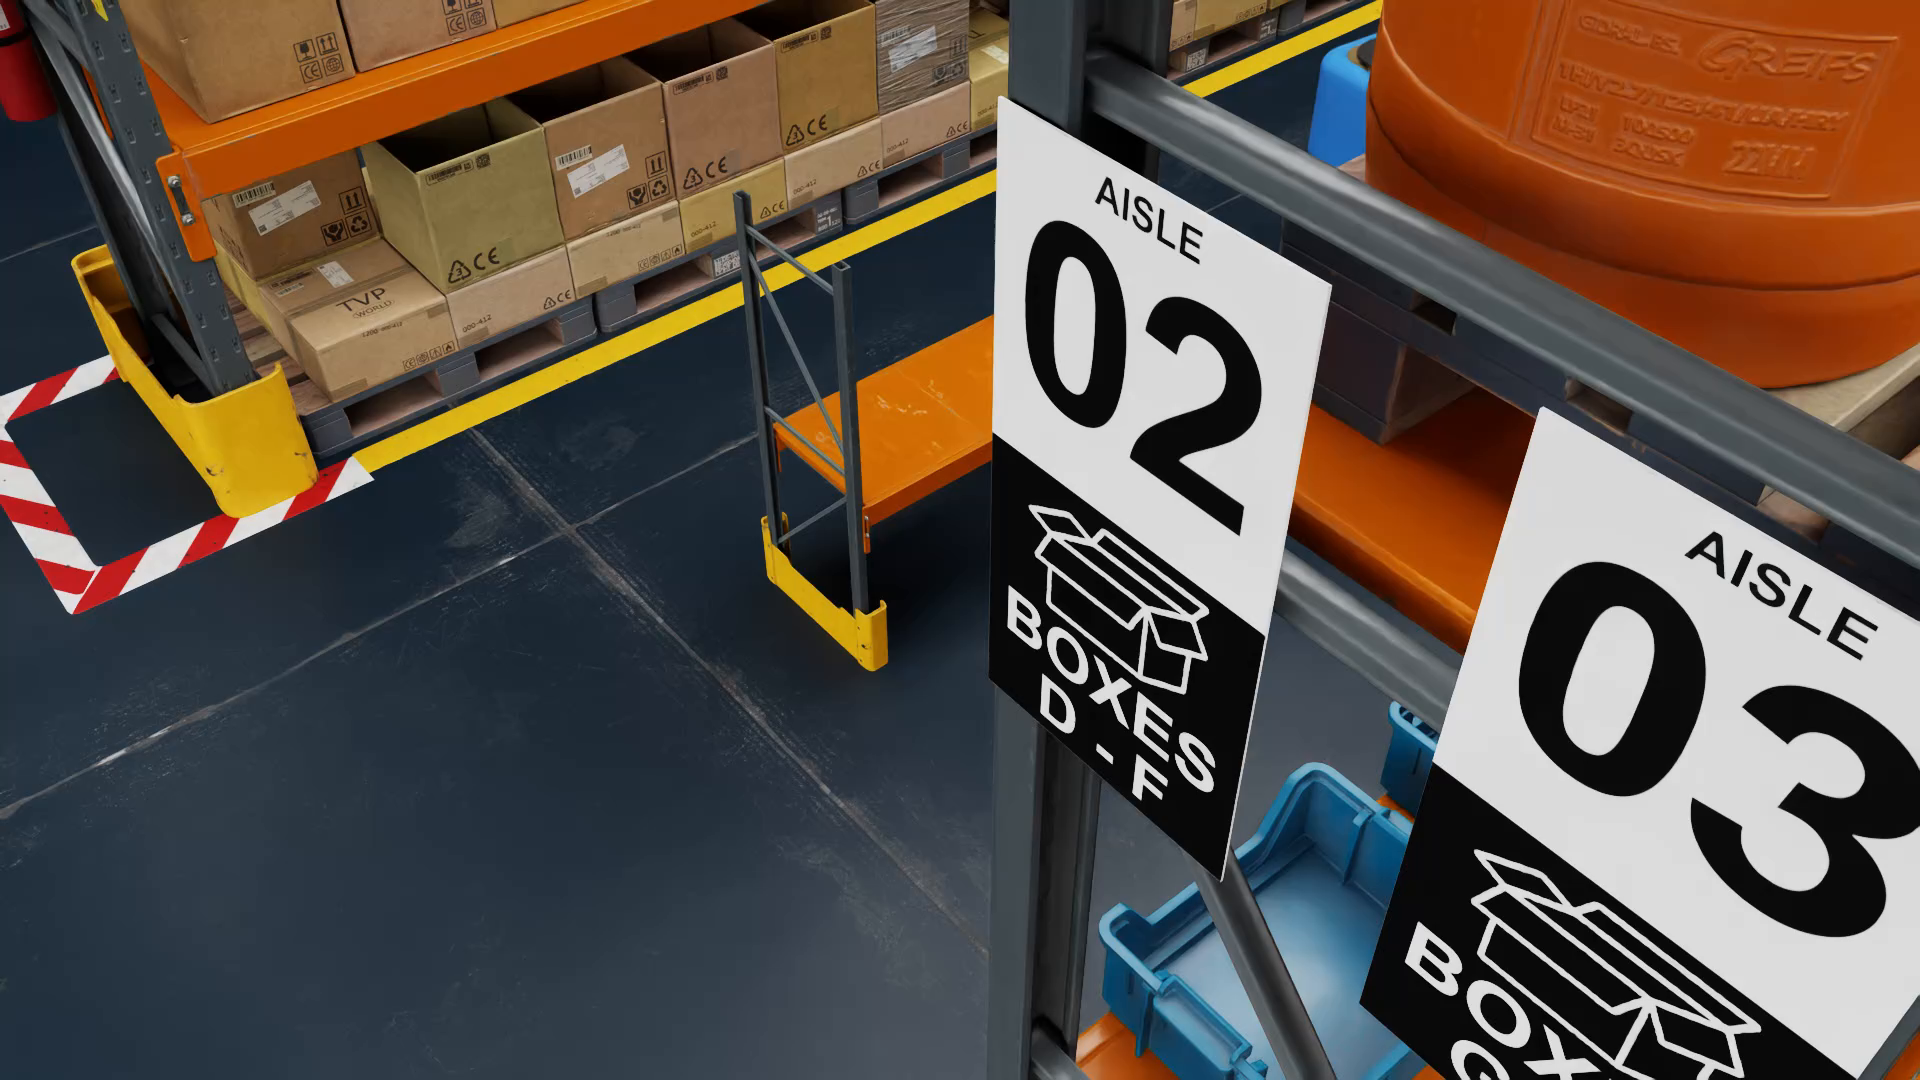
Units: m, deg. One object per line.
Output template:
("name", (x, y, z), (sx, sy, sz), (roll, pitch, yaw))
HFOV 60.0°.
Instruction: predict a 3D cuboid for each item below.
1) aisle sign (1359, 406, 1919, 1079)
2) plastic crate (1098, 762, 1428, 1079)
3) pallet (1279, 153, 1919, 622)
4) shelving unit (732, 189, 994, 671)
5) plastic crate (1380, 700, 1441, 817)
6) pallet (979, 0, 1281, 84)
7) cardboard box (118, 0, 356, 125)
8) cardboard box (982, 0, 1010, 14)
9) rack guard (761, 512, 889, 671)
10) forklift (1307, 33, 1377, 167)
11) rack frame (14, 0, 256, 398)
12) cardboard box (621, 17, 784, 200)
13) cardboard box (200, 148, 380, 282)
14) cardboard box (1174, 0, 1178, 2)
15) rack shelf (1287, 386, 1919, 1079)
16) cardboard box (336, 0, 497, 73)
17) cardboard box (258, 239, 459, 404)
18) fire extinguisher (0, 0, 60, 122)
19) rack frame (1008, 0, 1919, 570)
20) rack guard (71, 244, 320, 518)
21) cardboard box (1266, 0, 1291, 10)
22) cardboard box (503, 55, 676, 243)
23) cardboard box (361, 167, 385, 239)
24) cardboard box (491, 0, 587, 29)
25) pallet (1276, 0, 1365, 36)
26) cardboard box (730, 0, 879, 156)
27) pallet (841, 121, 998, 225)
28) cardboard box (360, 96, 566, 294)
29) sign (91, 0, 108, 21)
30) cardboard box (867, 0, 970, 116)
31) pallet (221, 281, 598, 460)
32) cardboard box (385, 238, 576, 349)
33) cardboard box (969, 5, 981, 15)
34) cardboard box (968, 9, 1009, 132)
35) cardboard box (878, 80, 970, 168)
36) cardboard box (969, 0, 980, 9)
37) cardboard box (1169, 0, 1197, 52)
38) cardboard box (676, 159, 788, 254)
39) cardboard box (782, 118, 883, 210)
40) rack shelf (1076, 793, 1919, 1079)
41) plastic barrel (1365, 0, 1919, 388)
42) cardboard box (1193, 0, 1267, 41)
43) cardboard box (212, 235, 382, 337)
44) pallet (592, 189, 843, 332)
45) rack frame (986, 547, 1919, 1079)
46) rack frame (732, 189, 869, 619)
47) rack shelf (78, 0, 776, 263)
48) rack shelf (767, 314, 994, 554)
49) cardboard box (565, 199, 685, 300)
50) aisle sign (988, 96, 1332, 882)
("aisle sign", (0.541, 0.296, 1.345), (0.004, 0.787, 0.394), (-30, 51, -28))
("plastic crate", (0.600, 0.735, 2.885), (0.616, 0.251, 0.499), (-30, 51, -28))
("pallet", (1.106, -0.279, 1.802), (1.213, 0.211, 1.003), (-30, 51, -28))
("shelving unit", (-0.058, -0.513, 5.201), (1.083, 1.500, 0.587), (-30, 51, -28))
("plastic crate", (1.102, 0.453, 3.185), (0.408, 0.251, 0.499), (-30, 51, -28))
("pallet", (0.841, -2.629, 8.395), (1.213, 0.211, 1.003), (-30, 51, -28))
("cardboard box", (-2.401, -1.780, 5.381), (0.500, 0.500, 0.700), (-30, 51, -28))
("cardboard box", (0.433, -2.787, 8.228), (0.500, 0.250, 0.500), (-30, 51, -28))
("rack guard", (-0.440, 0.161, 5.396), (0.087, 0.250, 0.587), (-30, 51, -28))
("forklift", (2.821, -2.364, 6.126), (3.031, 2.935, 1.130), (-25, 49, -24))
("rack frame", (-2.767, -1.545, 5.204), (0.127, 3.000, 1.000), (-30, 51, -28))
("cardboard box", (-1.061, -1.745, 6.571), (0.500, 0.500, 0.500), (-30, 51, -28))
("cardboard box", (-2.547, -1.361, 6.162), (0.500, 0.500, 0.500), (-30, 51, -28))
("cardboard box", (0.778, -2.708, 7.734), (0.500, 0.311, 0.500), (-30, 51, -28))
("rack shelf", (1.942, -0.652, 2.587), (4.000, 0.370, 1.077), (-30, 51, -28))
("cardboard box", (-2.001, -2.013, 5.629), (0.500, 0.500, 0.700), (-28, 50, -27))
("cardboard box", (-2.213, -0.814, 6.128), (0.500, 0.250, 0.500), (-30, 51, -28))
("fire extinguisher", (-3.156, -1.709, 5.435), (0.183, 0.674, 0.296), (-30, 51, -28))
("rack frame", (0.408, -1.129, 0.379), (0.127, 3.000, 1.000), (-30, 51, -28))
("rack guard", (-2.785, -0.623, 6.048), (0.348, 0.500, 1.175), (-30, 51, -28))
("cardboard box", (1.558, -2.952, 8.404), (0.500, 0.250, 0.500), (-31, 52, -29))
("cardboard box", (-1.455, -1.535, 6.347), (0.500, 0.500, 0.500), (-30, 51, -28))
("cardboard box", (-2.169, -1.312, 6.658), (0.500, 0.250, 0.500), (-30, 51, -28))
("cardboard box", (-1.616, -2.228, 5.858), (0.500, 0.500, 0.700), (-29, 51, -28))
("pallet", (1.778, -3.168, 8.969), (1.213, 0.211, 1.003), (-30, 51, -28))
("cardboard box", (-0.686, -1.972, 6.813), (0.500, 0.500, 0.500), (-30, 51, -28))
("pallet", (-0.336, -1.958, 7.680), (1.213, 0.211, 1.003), (-30, 51, -28))
("cardboard box", (-1.831, -1.308, 6.106), (0.500, 0.500, 0.500), (-30, 51, -28))
("sign", (-2.415, -1.595, 4.567), (0.005, 0.325, 0.100), (-30, 51, -28))
("cardboard box", (-0.305, -2.194, 7.049), (0.500, 0.500, 0.500), (-30, 51, -28))
("pallet", (-2.207, -0.886, 6.539), (1.213, 0.211, 1.003), (-30, 51, -28))
("cardboard box", (-1.832, -1.036, 6.364), (0.500, 0.250, 0.500), (-30, 51, -28))
("cardboard box", (-0.249, -2.408, 7.825), (0.500, 0.250, 0.500), (-30, 51, -28))
("cardboard box", (0.086, -2.134, 7.533), (0.500, 0.250, 0.500), (-30, 51, -28))
("cardboard box", (-0.304, -1.920, 7.305), (0.500, 0.250, 0.500), (-30, 51, -28))
("cardboard box", (-0.255, -2.687, 7.573), (0.500, 0.500, 0.500), (-30, 51, -28))
("cardboard box", (0.770, -2.499, 7.922), (0.500, 0.250, 0.500), (-31, 51, -29))
("cardboard box", (-1.061, -1.472, 6.828), (0.500, 0.250, 0.500), (-30, 51, -28))
("cardboard box", (-0.678, -1.692, 7.062), (0.500, 0.250, 0.500), (-30, 51, -28))
("rack shelf", (1.942, 0.442, 3.614), (4.000, 0.370, 1.077), (-30, 51, -28))
("plastic barrel", (0.699, -0.625, 1.413), (0.708, 0.830, 0.600), (-30, 51, -28))
("cardboard box", (1.163, -2.723, 8.160), (0.500, 0.250, 0.500), (-29, 50, -27))
("cardboard box", (-2.545, -1.086, 6.417), (0.500, 0.250, 0.500), (-30, 51, -28))
("pallet", (-1.272, -1.419, 7.107), (1.213, 0.211, 1.003), (-30, 51, -28))
("rack frame", (0.408, 1.058, 2.432), (0.127, 3.000, 1.000), (-30, 51, -28))
("rack frame", (-0.455, -0.286, 4.959), (0.032, 1.500, 0.500), (-30, 51, -28))
("rack shelf", (-1.233, -2.161, 6.385), (4.000, 0.370, 1.077), (-30, 51, -28))
("rack shelf", (-0.065, -0.378, 5.320), (1.000, 0.185, 0.538), (-30, 51, -28))
("cardboard box", (-1.448, -1.255, 6.597), (0.500, 0.250, 0.500), (-30, 51, -28))
("aisle sign", (0.162, -0.014, 1.675), (0.004, 0.787, 0.394), (-30, 51, -28))
